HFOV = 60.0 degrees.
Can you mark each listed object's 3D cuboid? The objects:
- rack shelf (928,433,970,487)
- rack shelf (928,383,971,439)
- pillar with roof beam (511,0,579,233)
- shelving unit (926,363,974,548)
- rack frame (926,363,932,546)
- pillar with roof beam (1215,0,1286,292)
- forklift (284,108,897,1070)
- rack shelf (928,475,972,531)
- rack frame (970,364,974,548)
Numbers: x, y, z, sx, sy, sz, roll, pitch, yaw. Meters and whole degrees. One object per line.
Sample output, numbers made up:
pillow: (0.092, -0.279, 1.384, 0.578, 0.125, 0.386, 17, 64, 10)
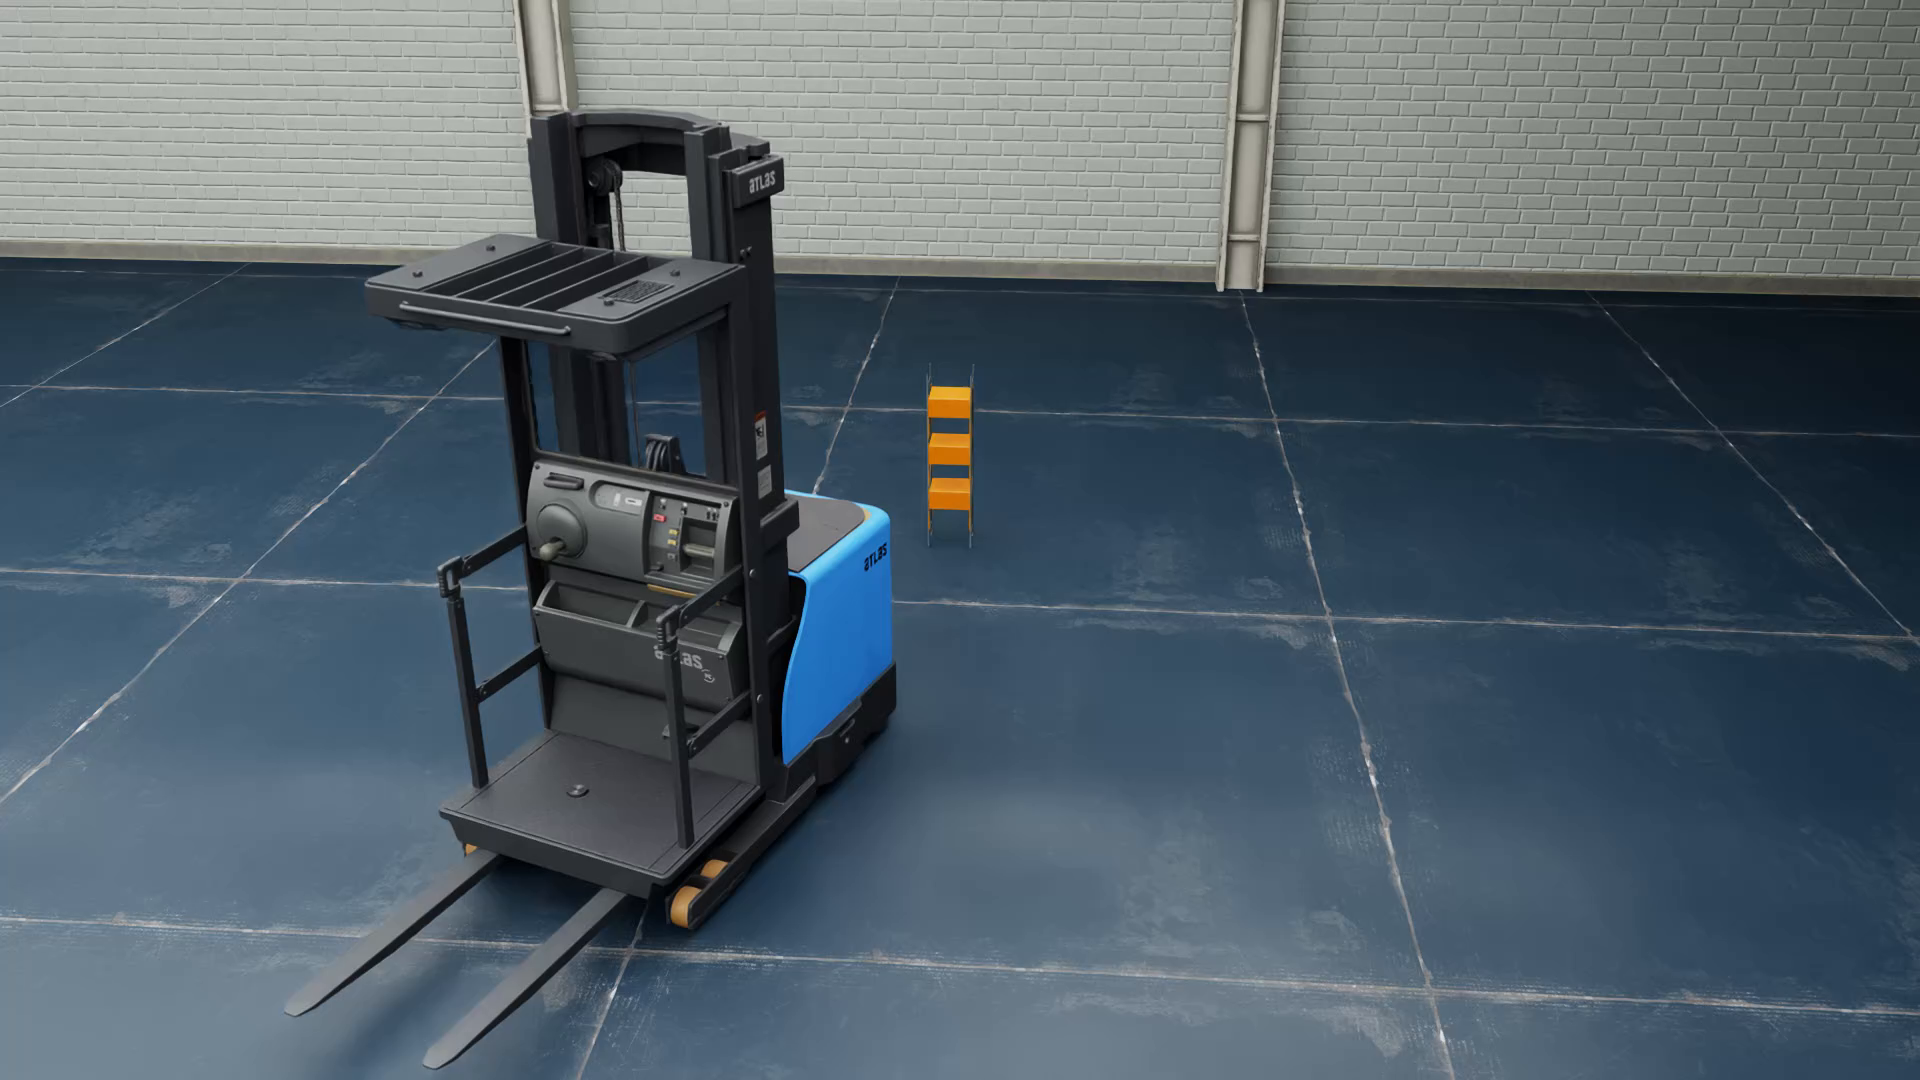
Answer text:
rack shelf: (-0.053, -0.469, 9.539, 0.240, 0.259, 0.215, 2, 25, 4)
rack shelf: (-0.053, -0.727, 9.420, 0.240, 0.259, 0.215, 2, 25, 4)
pillar with roof beam: (-3.866, -4.707, 9.214, 0.400, 9.000, 9.100, 2, 25, 4)
shelving unit: (-0.053, -0.479, 9.534, 0.252, 1.050, 0.215, 2, 25, 4)
rack frame: (-0.175, -0.483, 9.543, 0.008, 1.050, 0.200, 2, 25, 4)
pillar with roof beam: (2.116, -4.515, 8.797, 0.400, 9.000, 9.100, 2, 25, 4)
forklift: (-1.380, -0.026, 6.301, 1.130, 2.935, 3.031, 11, 27, 23)
rack shelf: (-0.053, -0.217, 9.655, 0.240, 0.259, 0.215, 2, 25, 4)
rack frame: (0.068, -0.475, 9.526, 0.008, 1.050, 0.200, 2, 25, 4)
